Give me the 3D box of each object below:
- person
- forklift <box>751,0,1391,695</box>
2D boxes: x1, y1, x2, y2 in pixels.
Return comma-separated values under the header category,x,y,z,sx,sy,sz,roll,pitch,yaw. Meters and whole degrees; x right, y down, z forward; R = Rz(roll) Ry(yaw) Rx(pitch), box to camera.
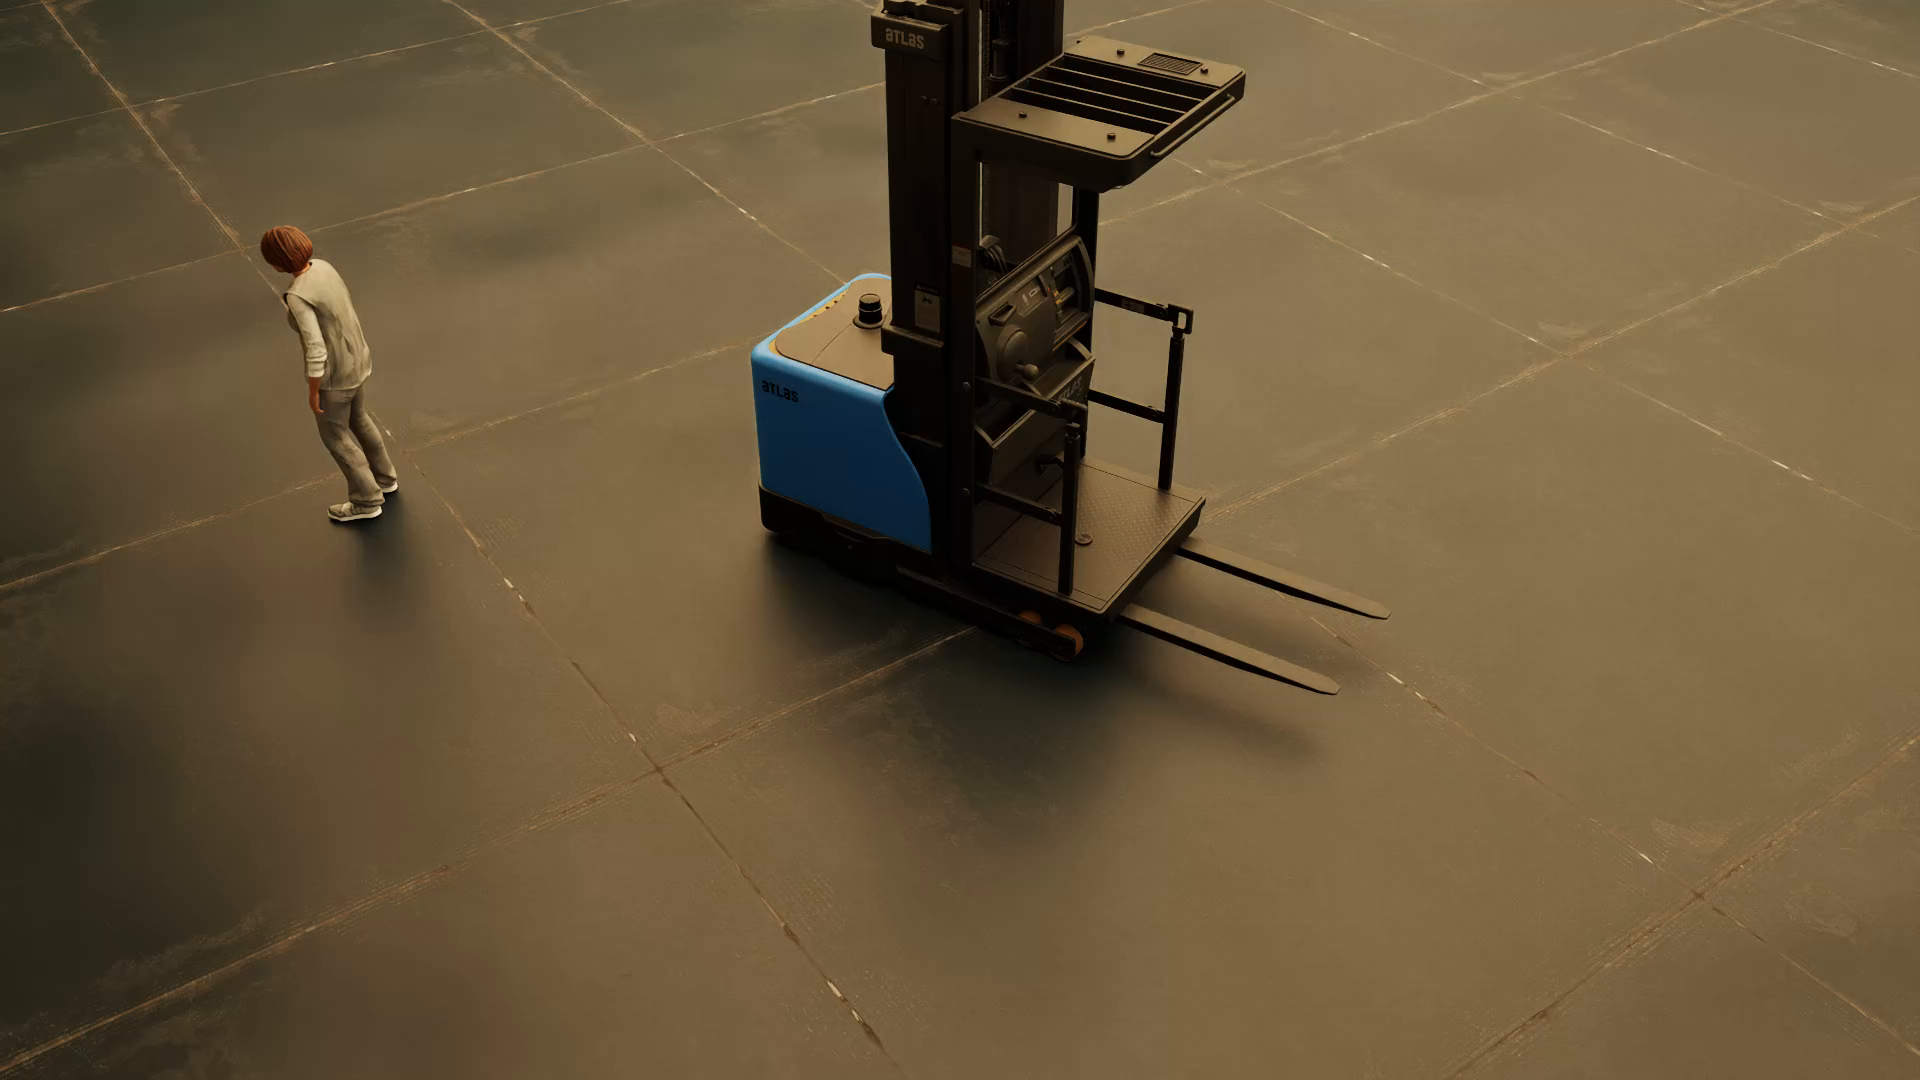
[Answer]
category,x,y,z,sx,sy,sz,roll,pitch,yaw
person,-3.076,-0.819,8.178,0.344,1.593,0.485,2,37,3
forklift,0.514,-0.985,7.276,3.031,2.935,1.130,21,41,26
